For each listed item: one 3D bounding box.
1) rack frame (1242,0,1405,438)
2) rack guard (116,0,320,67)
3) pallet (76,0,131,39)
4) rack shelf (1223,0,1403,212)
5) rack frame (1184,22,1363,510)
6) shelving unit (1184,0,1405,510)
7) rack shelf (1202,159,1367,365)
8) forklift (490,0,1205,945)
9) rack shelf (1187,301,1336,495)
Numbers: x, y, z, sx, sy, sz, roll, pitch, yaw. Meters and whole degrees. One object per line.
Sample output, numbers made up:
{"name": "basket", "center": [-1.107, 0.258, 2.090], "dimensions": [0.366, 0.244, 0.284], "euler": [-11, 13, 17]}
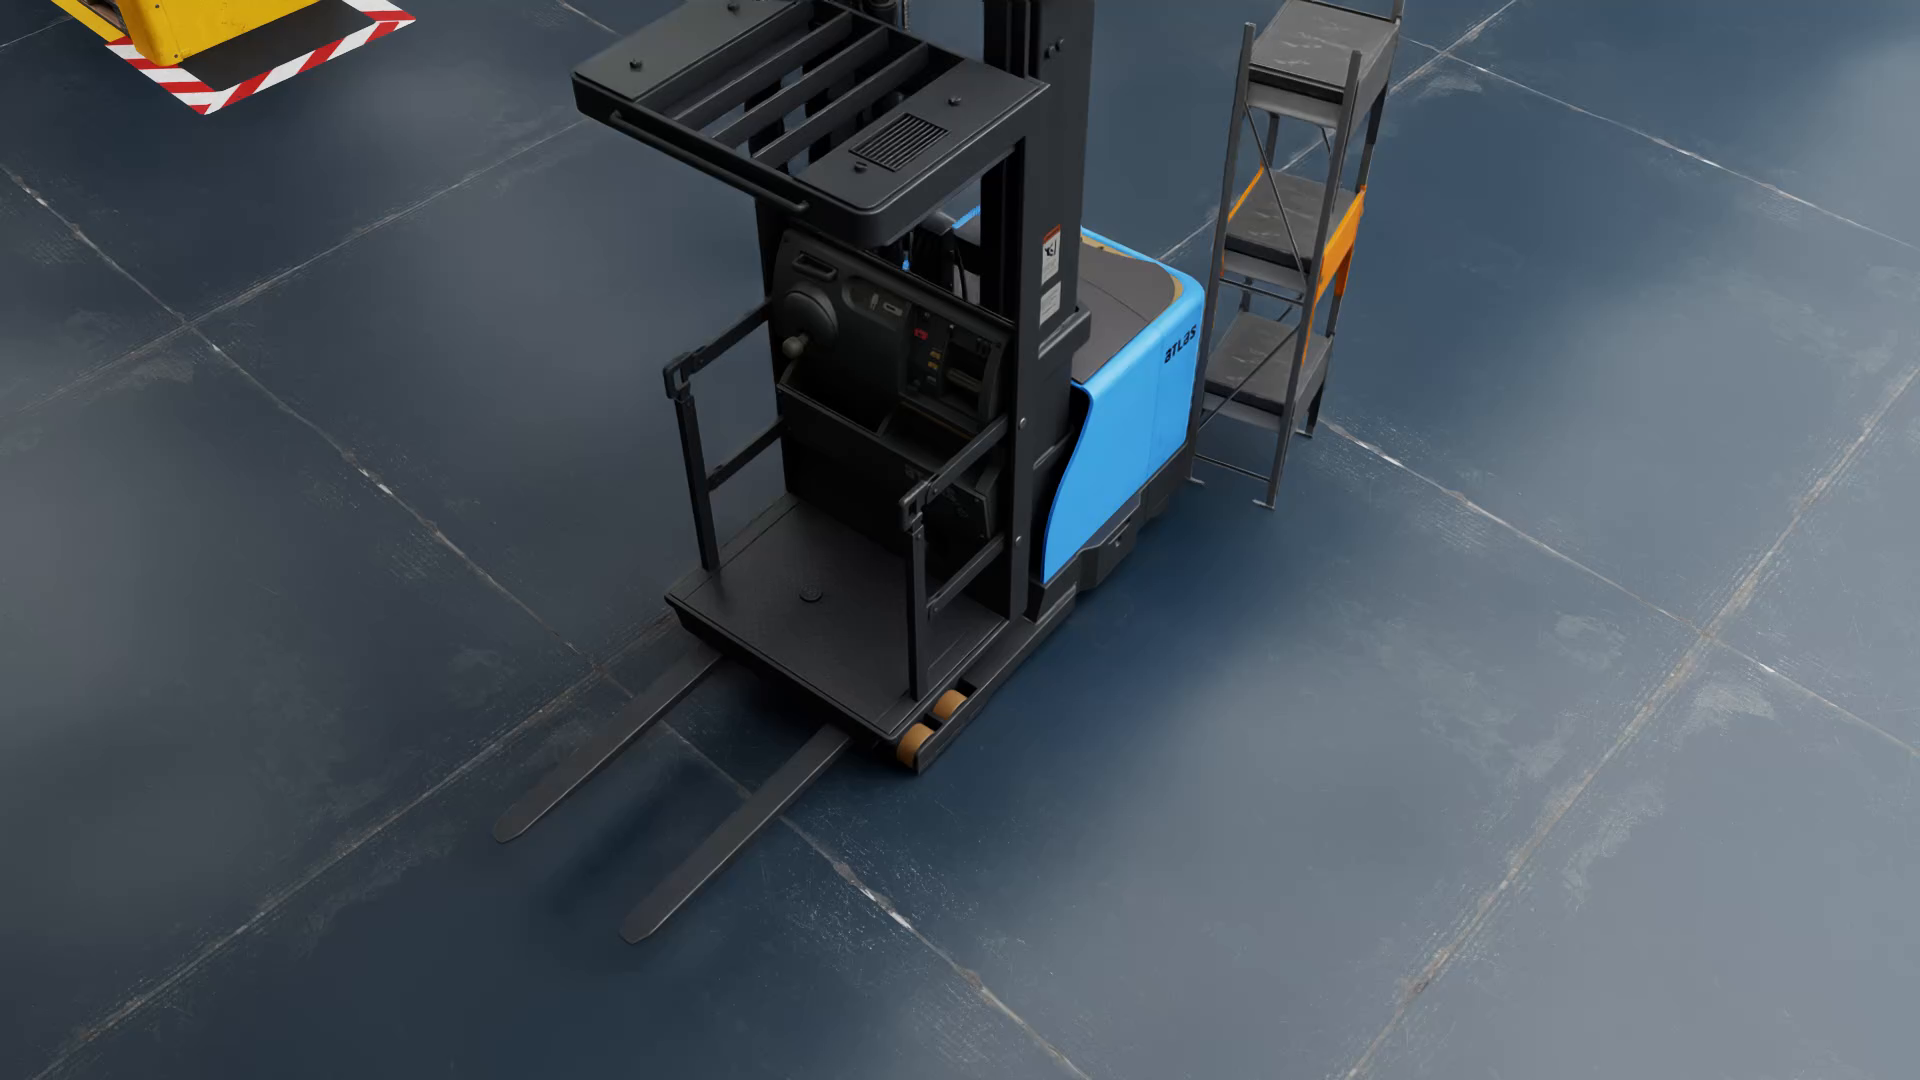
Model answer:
{"name": "rack frame", "center": [1.342, -1.229, 6.464], "dimensions": [0.400, 2.100, 0.015], "euler": [21, 50, 18]}
{"name": "rack guard", "center": [-4.139, -3.171, 9.384], "dimensions": [0.348, 0.500, 1.175], "euler": [34, 55, 28]}
{"name": "pallet", "center": [-4.747, -3.440, 9.835], "dimensions": [1.213, 0.211, 1.003], "euler": [34, 55, 28]}
{"name": "rack shelf", "center": [1.229, -1.541, 5.815], "dimensions": [0.431, 0.518, 0.480], "euler": [21, 50, 18]}
{"name": "rack frame", "center": [1.116, -0.914, 6.168], "dimensions": [0.400, 2.100, 0.015], "euler": [21, 50, 18]}
{"name": "shelving unit", "center": [1.229, -1.072, 6.316], "dimensions": [0.431, 2.100, 0.503], "euler": [21, 50, 18]}
{"name": "rack shelf", "center": [1.229, -1.062, 6.326], "dimensions": [0.431, 0.518, 0.480], "euler": [21, 50, 18]}
{"name": "forklift", "center": [-0.371, -0.593, 5.296], "dimensions": [1.130, 2.935, 3.031], "euler": [30, 53, 25]}
{"name": "rack shelf", "center": [1.229, -0.583, 6.836], "dimensions": [0.431, 0.518, 0.480], "euler": [21, 50, 18]}
